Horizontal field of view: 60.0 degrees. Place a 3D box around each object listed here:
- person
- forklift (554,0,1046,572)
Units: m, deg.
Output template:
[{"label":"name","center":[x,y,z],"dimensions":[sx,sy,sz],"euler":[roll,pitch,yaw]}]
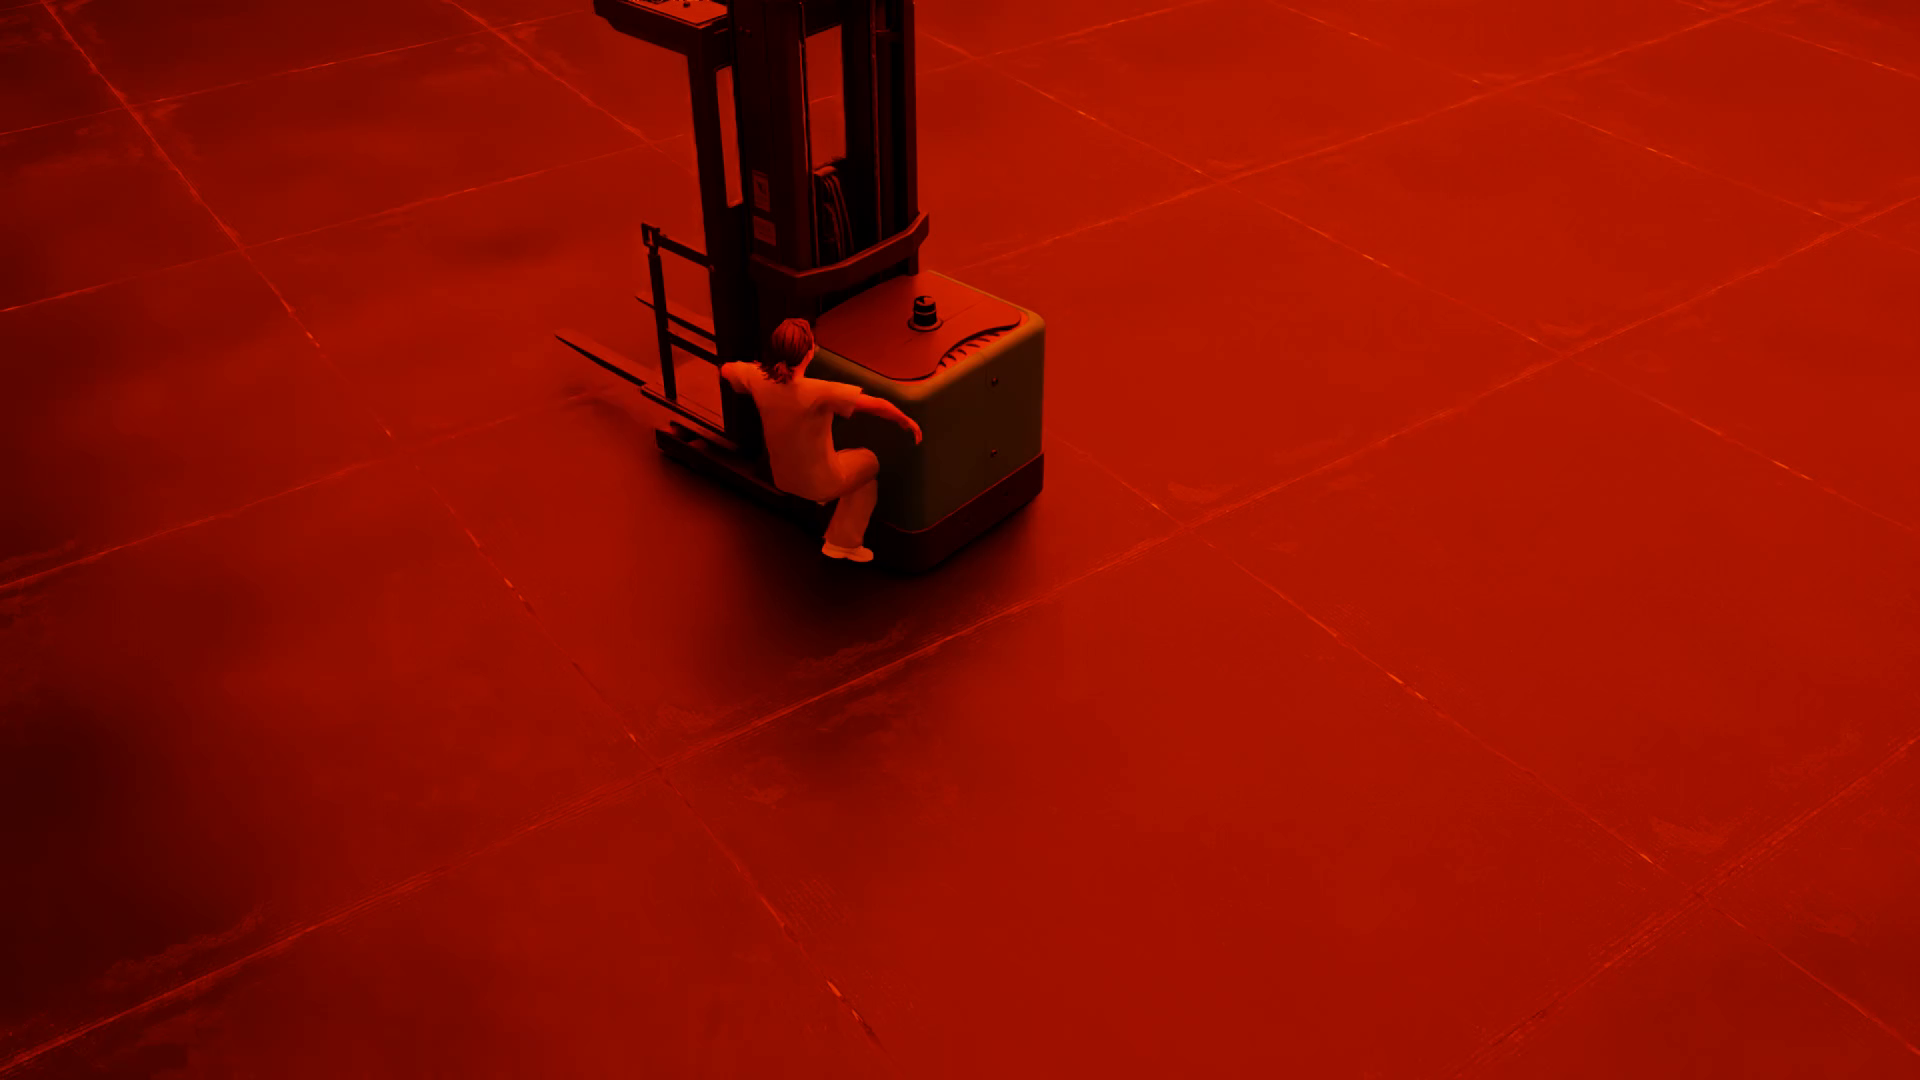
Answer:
[{"label":"person","center":[-0.615,-0.492,7.783],"dimensions":[0.997,1.410,0.793],"euler":[18,40,22]},{"label":"forklift","center":[-1.007,-1.764,8.330],"dimensions":[3.031,2.935,1.130],"euler":[27,44,32]}]
